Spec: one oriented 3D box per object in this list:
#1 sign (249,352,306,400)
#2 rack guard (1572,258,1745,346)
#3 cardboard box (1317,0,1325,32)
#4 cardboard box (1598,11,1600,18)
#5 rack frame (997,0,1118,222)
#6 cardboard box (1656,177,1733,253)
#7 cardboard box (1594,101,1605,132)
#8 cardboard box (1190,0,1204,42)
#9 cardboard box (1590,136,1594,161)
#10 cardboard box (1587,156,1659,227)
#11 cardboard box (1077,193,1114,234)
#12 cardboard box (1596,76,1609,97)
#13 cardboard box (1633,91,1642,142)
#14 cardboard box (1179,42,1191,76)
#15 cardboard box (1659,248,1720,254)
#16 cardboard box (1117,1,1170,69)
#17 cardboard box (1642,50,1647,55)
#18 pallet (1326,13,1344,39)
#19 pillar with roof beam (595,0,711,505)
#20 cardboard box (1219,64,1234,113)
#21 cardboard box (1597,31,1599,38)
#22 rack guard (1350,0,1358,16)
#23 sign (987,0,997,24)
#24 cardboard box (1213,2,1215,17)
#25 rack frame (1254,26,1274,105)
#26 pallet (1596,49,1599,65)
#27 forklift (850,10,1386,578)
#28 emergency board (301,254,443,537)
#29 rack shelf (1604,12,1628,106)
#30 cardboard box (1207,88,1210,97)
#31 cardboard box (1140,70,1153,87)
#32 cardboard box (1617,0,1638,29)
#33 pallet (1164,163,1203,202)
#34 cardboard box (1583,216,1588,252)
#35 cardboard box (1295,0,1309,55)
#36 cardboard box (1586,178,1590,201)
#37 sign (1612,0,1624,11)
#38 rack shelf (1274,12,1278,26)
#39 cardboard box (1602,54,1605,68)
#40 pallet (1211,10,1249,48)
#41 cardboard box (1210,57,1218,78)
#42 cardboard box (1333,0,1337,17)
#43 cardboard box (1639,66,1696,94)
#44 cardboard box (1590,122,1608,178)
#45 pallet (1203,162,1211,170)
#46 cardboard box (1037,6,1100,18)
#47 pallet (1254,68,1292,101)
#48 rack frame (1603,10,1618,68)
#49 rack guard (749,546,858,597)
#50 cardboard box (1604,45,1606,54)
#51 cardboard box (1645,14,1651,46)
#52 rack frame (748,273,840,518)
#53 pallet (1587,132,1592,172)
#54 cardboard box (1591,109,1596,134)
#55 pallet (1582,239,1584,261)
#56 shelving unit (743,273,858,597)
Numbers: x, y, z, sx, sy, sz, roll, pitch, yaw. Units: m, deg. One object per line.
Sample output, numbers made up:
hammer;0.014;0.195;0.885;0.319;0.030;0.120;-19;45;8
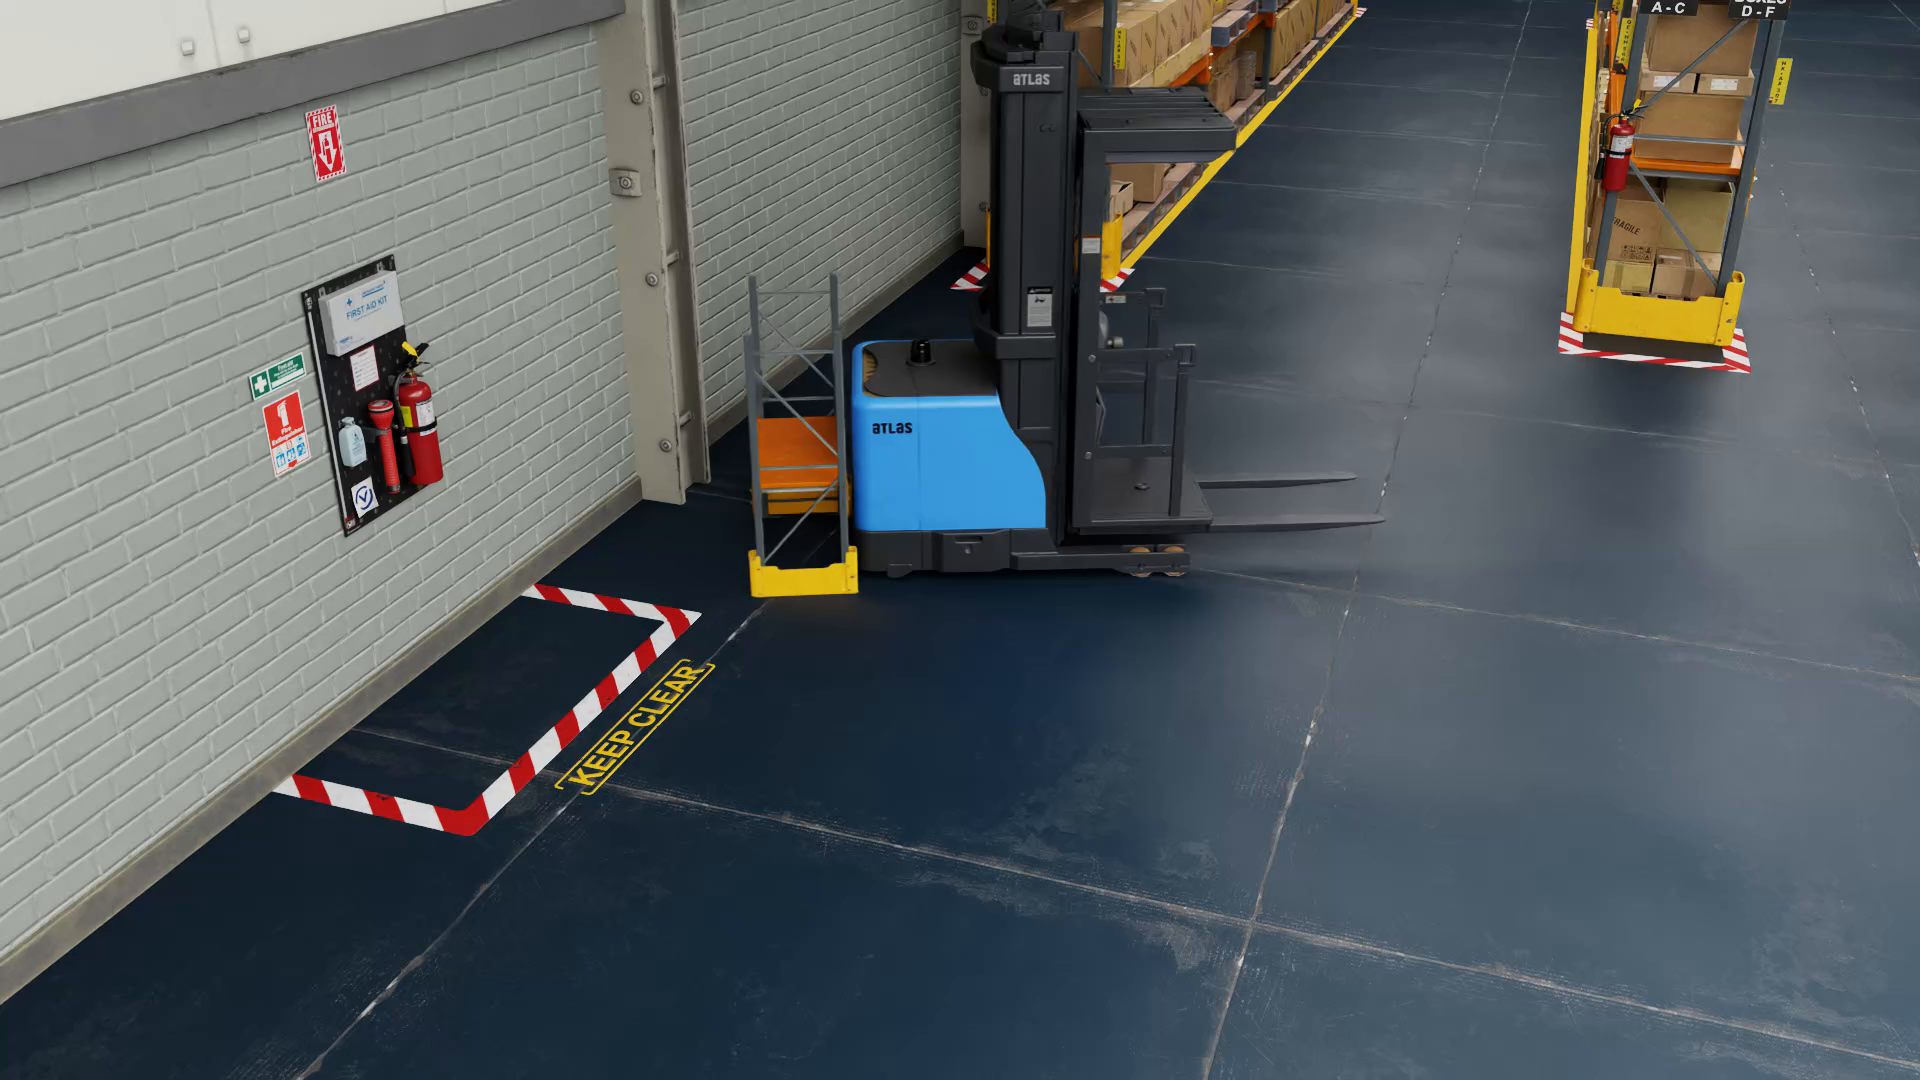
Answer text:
sign;-2.914;-0.703;7.110;0.001;0.109;0.331;9;27;17
rack guard;5.460;-1.870;13.040;1.175;0.500;0.348;9;27;17
cardboard box;5.134;-8.010;25.238;0.700;0.500;0.500;9;27;18
cardboard box;10.177;-8.153;25.798;0.500;0.250;0.500;9;27;17
rack frame;0.795;-3.722;13.996;1.000;3.000;0.127;9;27;17
cardboard box;6.021;-2.688;13.673;0.500;0.500;0.500;9;27;17
cardboard box;6.999;-4.480;17.592;0.500;0.311;0.500;9;27;17
cardboard box;2.100;-5.200;16.336;0.500;0.500;0.500;9;27;17
cardboard box;6.833;-4.021;17.285;0.500;0.250;0.500;8;27;17
cardboard box;5.685;-2.971;14.257;0.500;0.500;0.500;9;27;17
cardboard box;1.110;-2.981;15.046;0.500;0.311;0.500;6;26;12
cardboard box;7.512;-5.107;18.886;0.500;0.311;0.500;8;27;16
cardboard box;5.805;-3.457;13.333;0.700;0.500;0.500;9;27;19
cardboard box;1.928;-4.656;16.074;0.500;0.250;0.500;9;27;17
cardboard box;6.019;-2.351;13.837;0.500;0.250;0.500;9;27;17
cardboard box;1.589;-4.567;15.029;0.500;0.500;0.500;8;27;16
cardboard box;5.672;-3.843;13.386;0.380;0.149;0.250;9;27;18
pallet;5.520;-8.203;26.449;1.003;0.211;1.213;9;27;17
pillar with roof beam;2.275;-3.746;7.160;9.100;9.000;0.400;9;27;17
cardboard box;2.847;-5.376;19.775;0.700;0.500;0.500;9;27;17
cardboard box;9.451;-7.290;24.130;0.380;0.149;0.250;9;27;17
rack guard;6.127;-9.182;28.141;1.175;0.500;0.348;9;27;17
sign;0.278;-4.474;13.858;0.100;0.325;0.005;9;27;17
cardboard box;2.328;-5.813;17.695;0.700;0.500;0.500;9;27;18
rack frame;3.457;-7.010;20.786;1.000;3.000;0.127;9;27;17
pallet;9.690;-6.964;23.891;1.003;0.211;1.213;9;27;17
forklift;0.896;-1.339;9.153;3.031;2.935;1.130;-1;26;-3
emergency board;-2.643;-0.660;7.670;0.194;1.169;0.643;9;27;17
rack shelf;7.464;-5.147;17.764;1.077;0.370;4.000;9;27;17
cardboard box;2.355;-4.744;18.469;0.700;0.500;0.500;10;27;19
cardboard box;1.416;-4.034;14.788;0.500;0.250;0.500;8;27;16
cardboard box;7.650;-5.913;18.624;0.500;0.311;0.500;8;27;17
pallet;1.936;-3.830;17.418;1.003;0.211;1.213;9;27;17
cardboard box;5.687;-2.633;14.419;0.500;0.250;0.500;9;27;17
cardboard box;4.402;-7.223;23.212;0.750;0.750;0.750;10;27;19
cardboard box;6.187;-3.249;15.692;0.500;0.250;0.500;9;27;17
sign;6.284;-5.209;15.829;0.100;0.325;0.005;9;27;17
rack shelf;4.123;-7.508;22.640;1.077;0.370;4.000;9;27;17
cardboard box;8.220;-5.784;20.618;0.500;0.500;0.500;10;28;19
pallet;2.518;-5.573;18.038;1.003;0.211;1.213;9;27;17
cardboard box;2.668;-5.477;19.123;0.500;0.250;0.500;8;27;16
cardboard box;5.648;-8.647;26.553;0.700;0.500;0.500;8;27;16
cardboard box;5.415;-3.527;12.733;0.380;0.149;0.250;8;27;17
cardboard box;6.190;-3.586;15.528;0.500;0.500;0.500;9;27;17
pallet;2.384;-4.431;18.660;1.003;0.211;1.213;9;27;17
cardboard box;0.928;-4.431;14.749;0.500;0.500;0.500;9;27;18
pallet;3.791;-6.068;22.040;1.003;0.211;1.213;9;27;17
rack frame;8.130;-6.293;19.305;1.000;3.000;0.127;9;27;17
rack guard;-0.855;0.173;9.107;0.587;0.250;0.087;-2;26;-5
cardboard box;8.235;-6.146;20.504;0.500;0.250;0.500;10;28;19
cardboard box;5.990;-4.270;13.524;0.700;0.500;0.500;9;27;18
rack frame;-0.945;-0.823;9.728;0.500;1.500;0.032;-2;26;-5
pallet;7.412;-4.206;18.194;1.003;0.211;1.213;9;27;17
cardboard box;7.345;-4.651;18.586;0.500;0.250;0.500;8;27;16
pallet;6.090;-2.570;14.816;1.003;0.211;1.213;9;27;17
shelving unit;-0.900;-0.606;9.281;0.587;1.500;1.083;-2;26;-5
